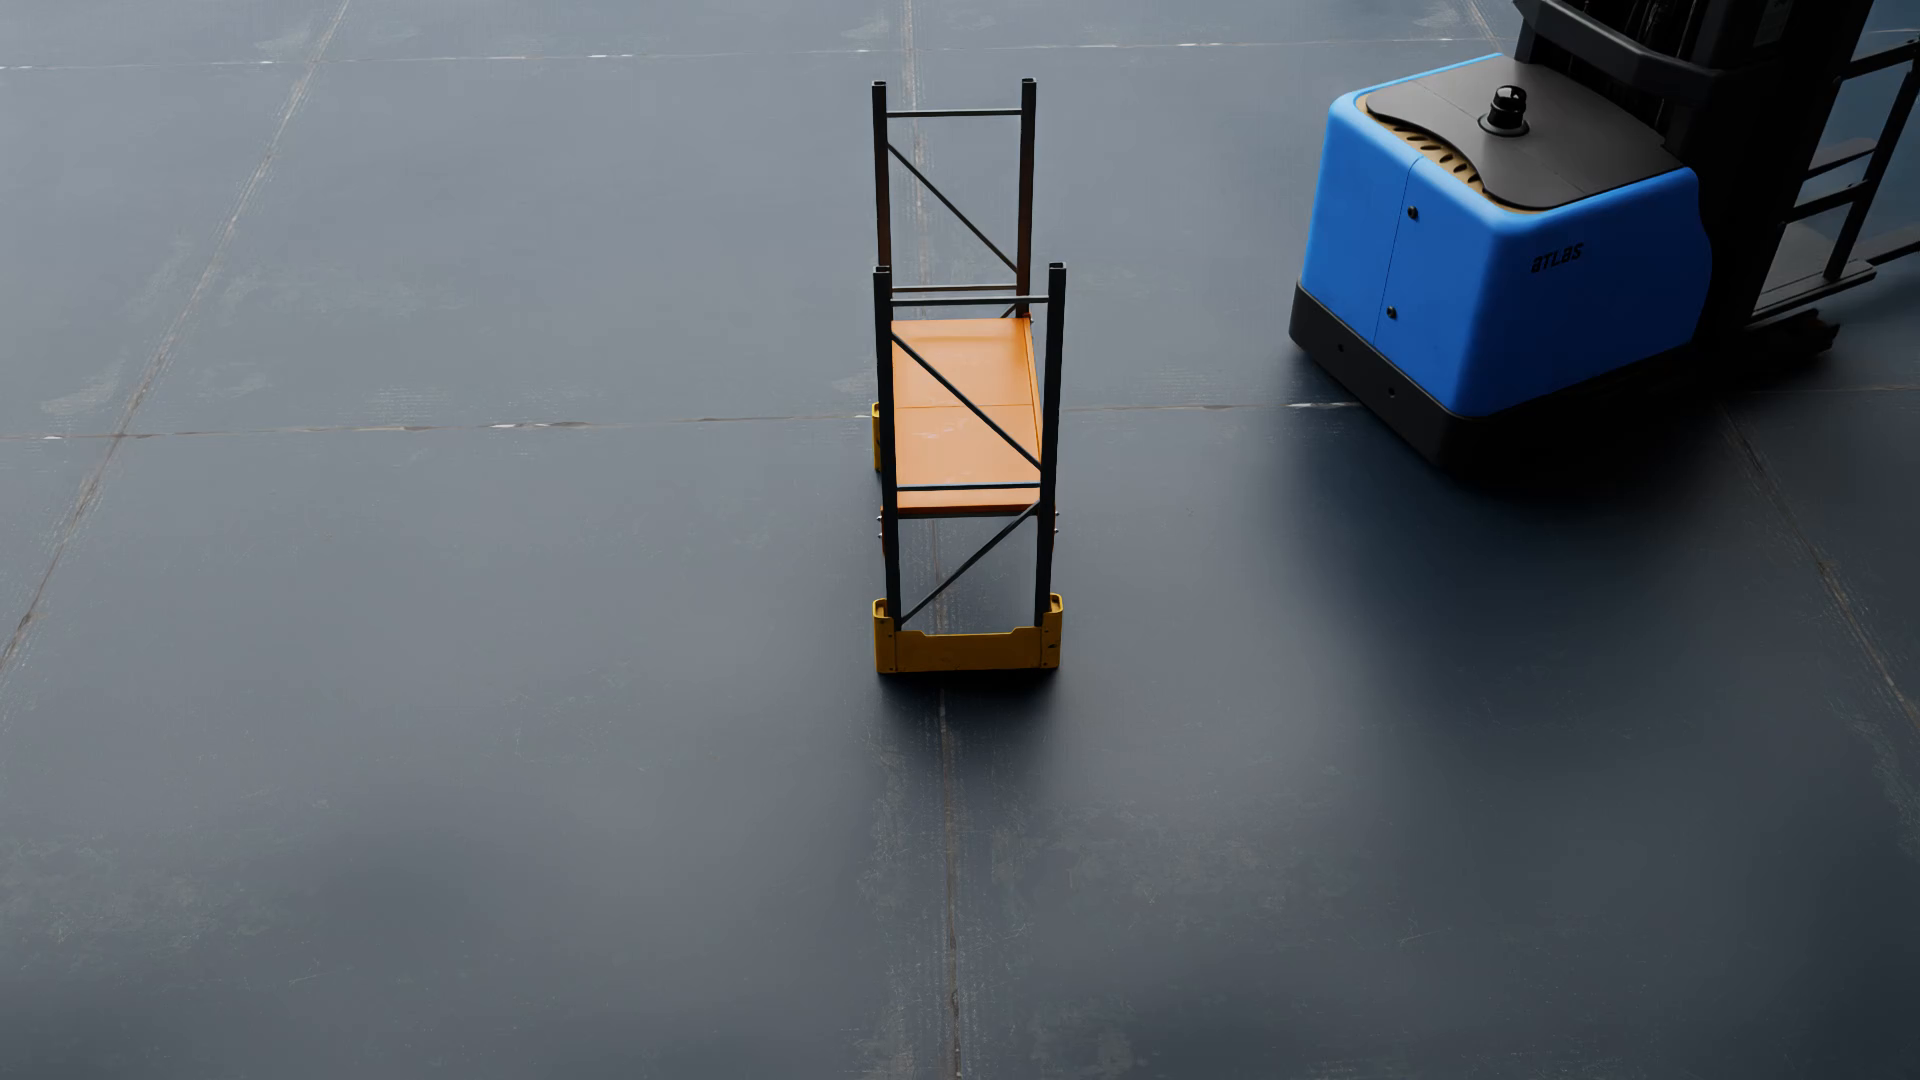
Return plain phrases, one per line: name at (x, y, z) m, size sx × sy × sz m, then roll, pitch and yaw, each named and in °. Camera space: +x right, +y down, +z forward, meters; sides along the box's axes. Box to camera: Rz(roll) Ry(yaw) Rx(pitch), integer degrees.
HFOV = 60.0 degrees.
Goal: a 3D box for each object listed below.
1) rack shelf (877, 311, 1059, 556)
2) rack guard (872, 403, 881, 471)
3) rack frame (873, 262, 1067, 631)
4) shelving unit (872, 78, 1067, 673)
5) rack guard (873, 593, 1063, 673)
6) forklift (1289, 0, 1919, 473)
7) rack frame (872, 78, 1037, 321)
rack shelf at (0.004, -0.363, 5.302) m, size 0.538 × 0.185 × 1.000 m, roll -2°, pitch 43°, yaw -2°
rack guard at (-0.018, -0.377, 5.976) m, size 0.587 × 0.250 × 0.087 m, roll -2°, pitch 43°, yaw -2°
rack frame at (0.025, -0.152, 4.806) m, size 0.500 × 1.500 × 0.032 m, roll -2°, pitch 43°, yaw -2°
shelving unit at (0.003, -0.501, 5.187) m, size 0.587 × 1.500 × 1.083 m, roll -2°, pitch 43°, yaw -2°
rack guard at (0.024, 0.296, 5.243) m, size 0.587 × 0.250 × 0.087 m, roll -2°, pitch 43°, yaw -2°
forklift at (2.839, -2.024, 5.788) m, size 3.031 × 2.935 × 1.130 m, roll -19°, pitch 46°, yaw -20°
rack frame at (-0.018, -0.838, 5.555) m, size 0.500 × 1.500 × 0.032 m, roll -2°, pitch 43°, yaw -2°
